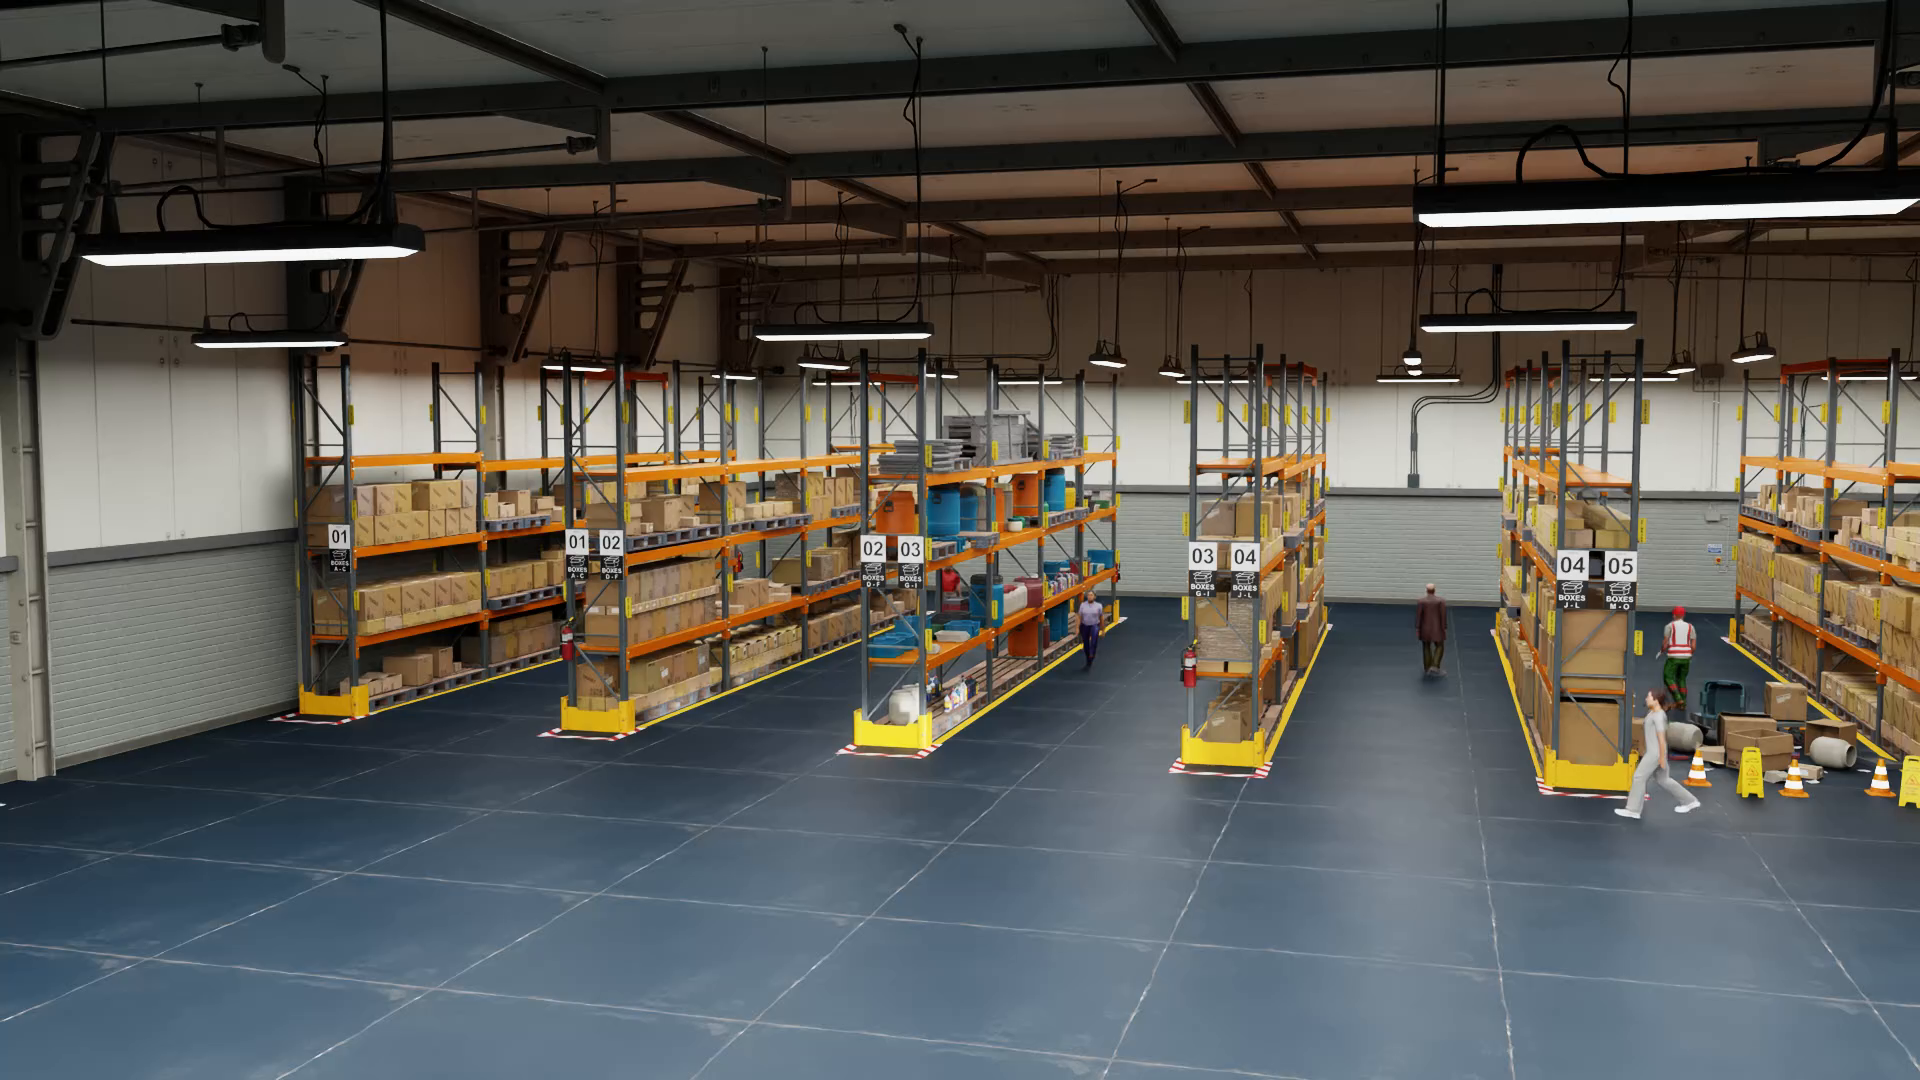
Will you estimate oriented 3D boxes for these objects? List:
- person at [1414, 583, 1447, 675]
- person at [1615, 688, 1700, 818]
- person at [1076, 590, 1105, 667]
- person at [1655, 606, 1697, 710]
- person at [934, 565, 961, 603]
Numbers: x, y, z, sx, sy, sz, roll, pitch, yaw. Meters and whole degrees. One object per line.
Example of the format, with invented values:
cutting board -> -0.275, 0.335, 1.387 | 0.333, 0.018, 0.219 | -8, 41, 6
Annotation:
person -> 9.071, 1.719, 32.046 | 0.617, 1.775, 0.592 | 1, 4, 16
person -> 8.646, 2.640, 20.557 | 1.002, 1.627, 0.446 | 1, 4, 16
person -> 2.546, 1.748, 32.487 | 0.536, 1.555, 1.054 | 1, 4, 13
person -> 12.241, 2.015, 28.294 | 0.616, 1.754, 0.692 | 0, 4, -6
person -> -0.290, 1.285, 38.214 | 0.573, 1.649, 1.086 | 1, 4, 12
